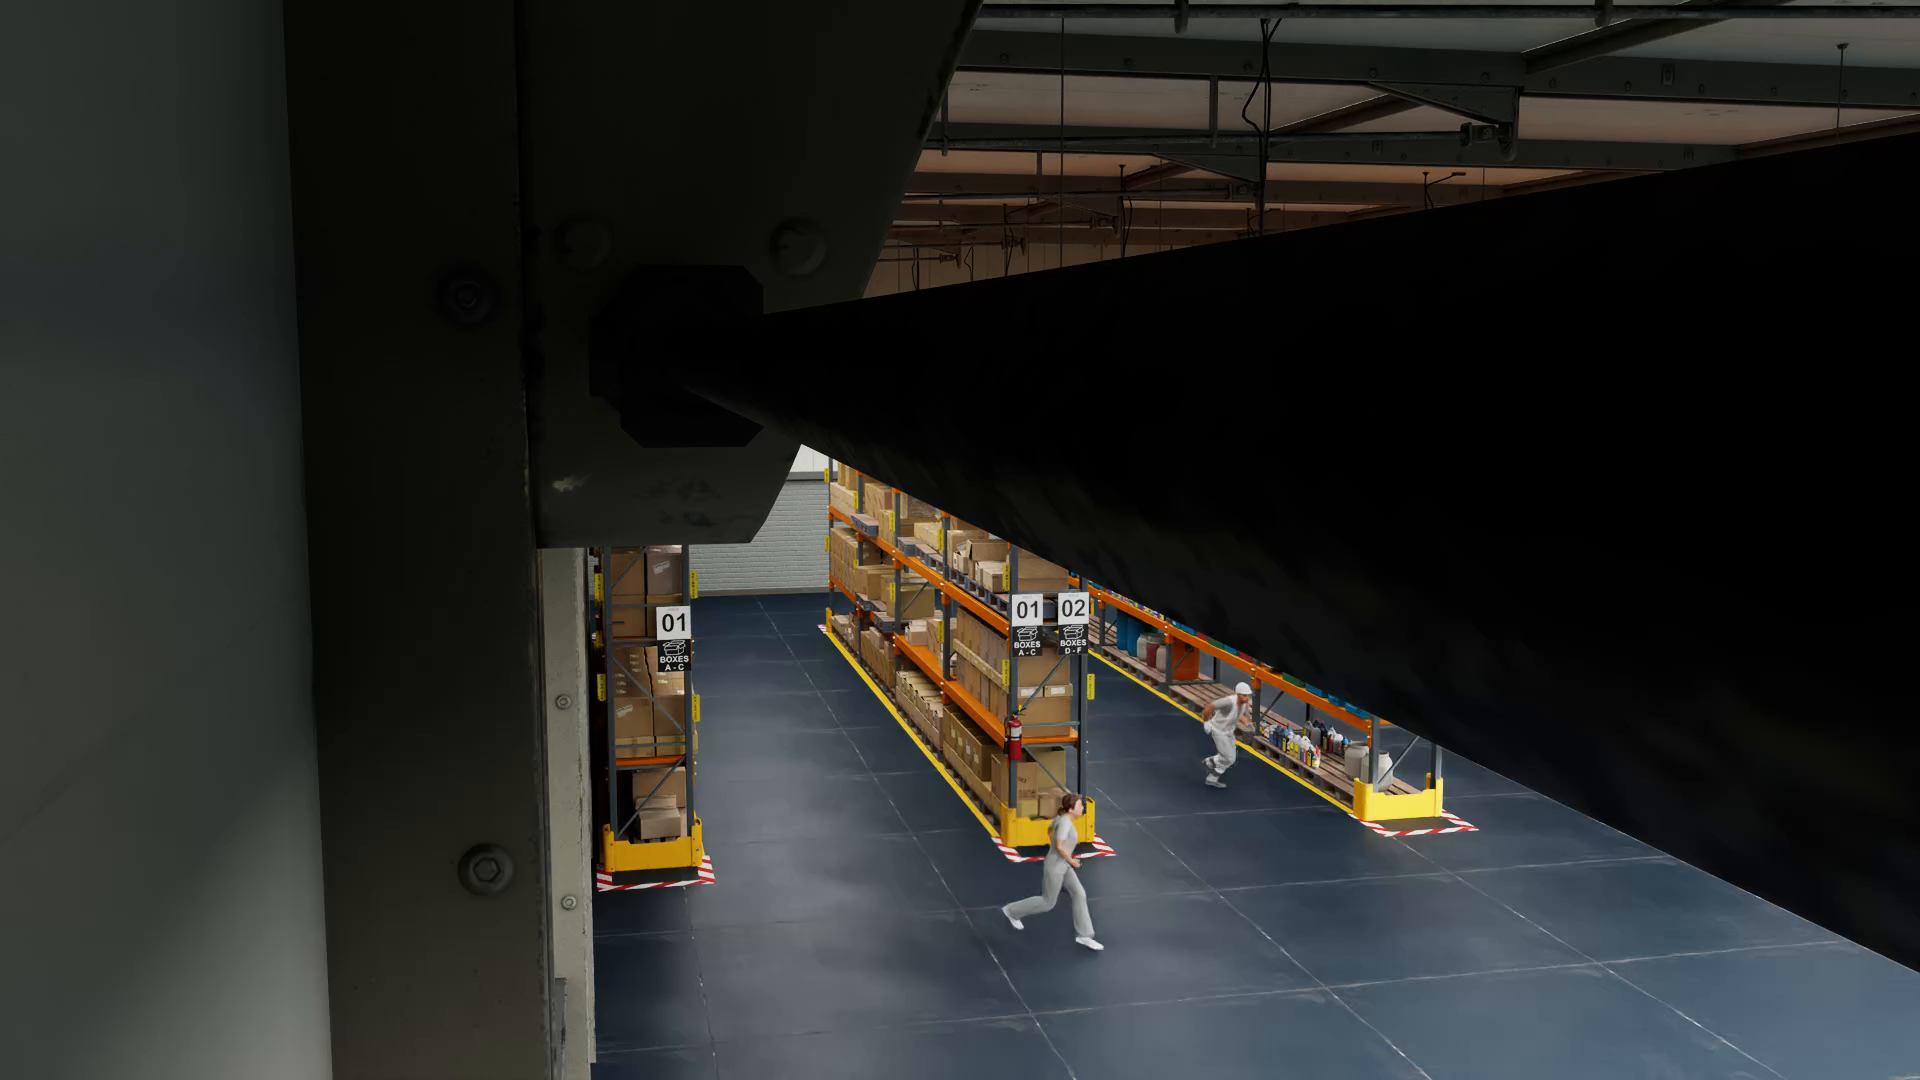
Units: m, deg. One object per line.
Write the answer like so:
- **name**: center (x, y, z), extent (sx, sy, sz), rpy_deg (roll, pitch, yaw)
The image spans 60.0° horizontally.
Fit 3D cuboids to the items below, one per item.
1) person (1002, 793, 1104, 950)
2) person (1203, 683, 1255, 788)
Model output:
- **person**: center (0.978, 3.465, 17.426), extent (1.069, 1.657, 0.564), rpy_deg (1, 7, 10)
- **person**: center (3.761, 2.766, 23.488), extent (0.694, 1.590, 0.830), rpy_deg (-6, 9, -41)
